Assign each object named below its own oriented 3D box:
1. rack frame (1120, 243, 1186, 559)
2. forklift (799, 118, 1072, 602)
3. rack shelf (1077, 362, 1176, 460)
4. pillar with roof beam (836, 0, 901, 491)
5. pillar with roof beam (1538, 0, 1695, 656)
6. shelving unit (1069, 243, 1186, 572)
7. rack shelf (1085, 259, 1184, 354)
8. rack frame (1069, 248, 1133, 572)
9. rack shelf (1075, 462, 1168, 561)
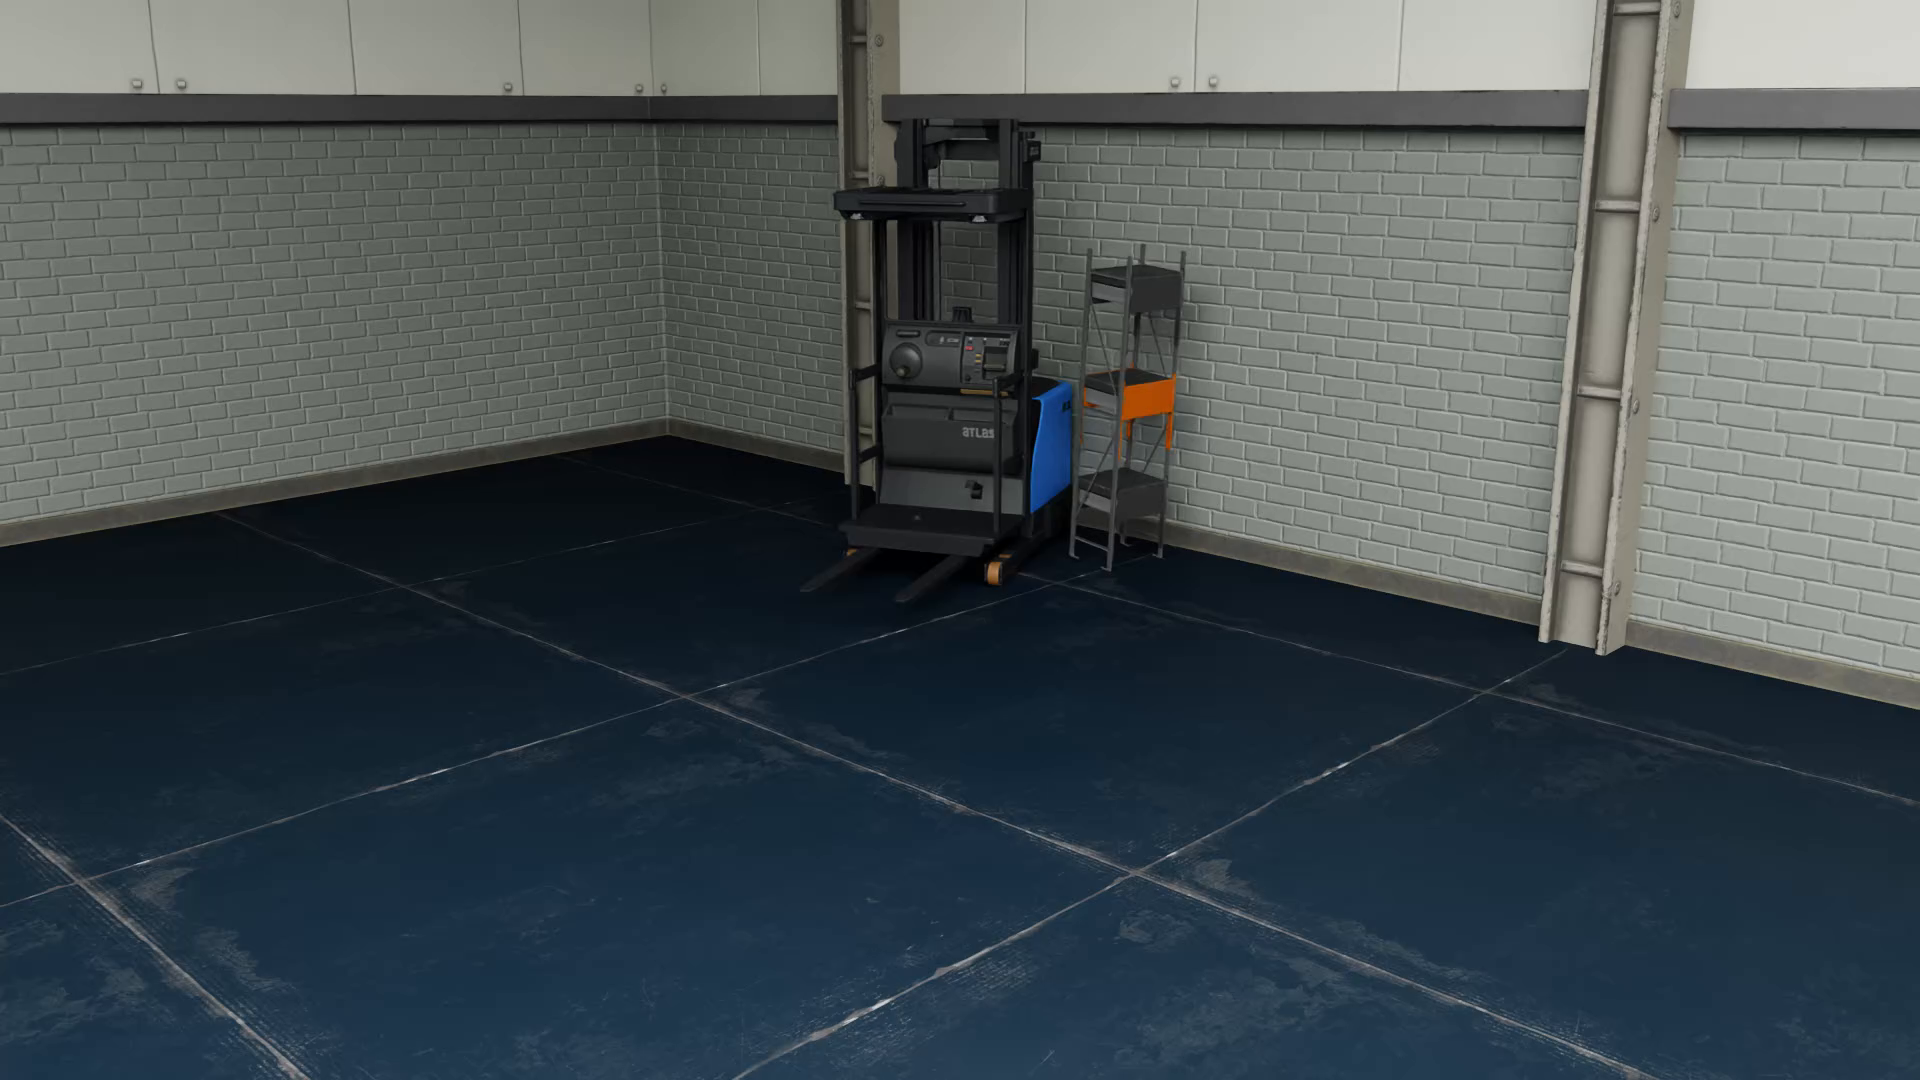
[{"bbox_3d":[1.294,-0.921,11.219,0.015,2.100,0.400,-13,23,-38],"label":"rack frame"},{"bbox_3d":[-0.139,-1.233,10.853,1.130,2.935,3.031,5,15,19],"label":"forklift"},{"bbox_3d":[1.105,-0.865,11.074,0.480,0.518,0.431,-13,23,-38],"label":"rack shelf"},{"bbox_3d":[-3.695,-4.030,9.552,0.400,9.000,9.100,14,20,42],"label":"pillar with roof beam"},{"bbox_3d":[0.624,-2.980,5.522,0.400,9.000,9.100,14,20,42],"label":"pillar with roof beam"},{"bbox_3d":[1.105,-0.878,11.070,0.503,2.100,0.431,-13,23,-38],"label":"shelving unit"},{"bbox_3d":[1.130,-1.530,10.854,0.480,0.518,0.431,-13,23,-38],"label":"rack shelf"},{"bbox_3d":[0.917,-0.836,10.920,0.015,2.100,0.400,-13,23,-38],"label":"rack frame"},{"bbox_3d":[1.079,-0.201,11.294,0.480,0.518,0.431,-13,23,-38],"label":"rack shelf"}]
